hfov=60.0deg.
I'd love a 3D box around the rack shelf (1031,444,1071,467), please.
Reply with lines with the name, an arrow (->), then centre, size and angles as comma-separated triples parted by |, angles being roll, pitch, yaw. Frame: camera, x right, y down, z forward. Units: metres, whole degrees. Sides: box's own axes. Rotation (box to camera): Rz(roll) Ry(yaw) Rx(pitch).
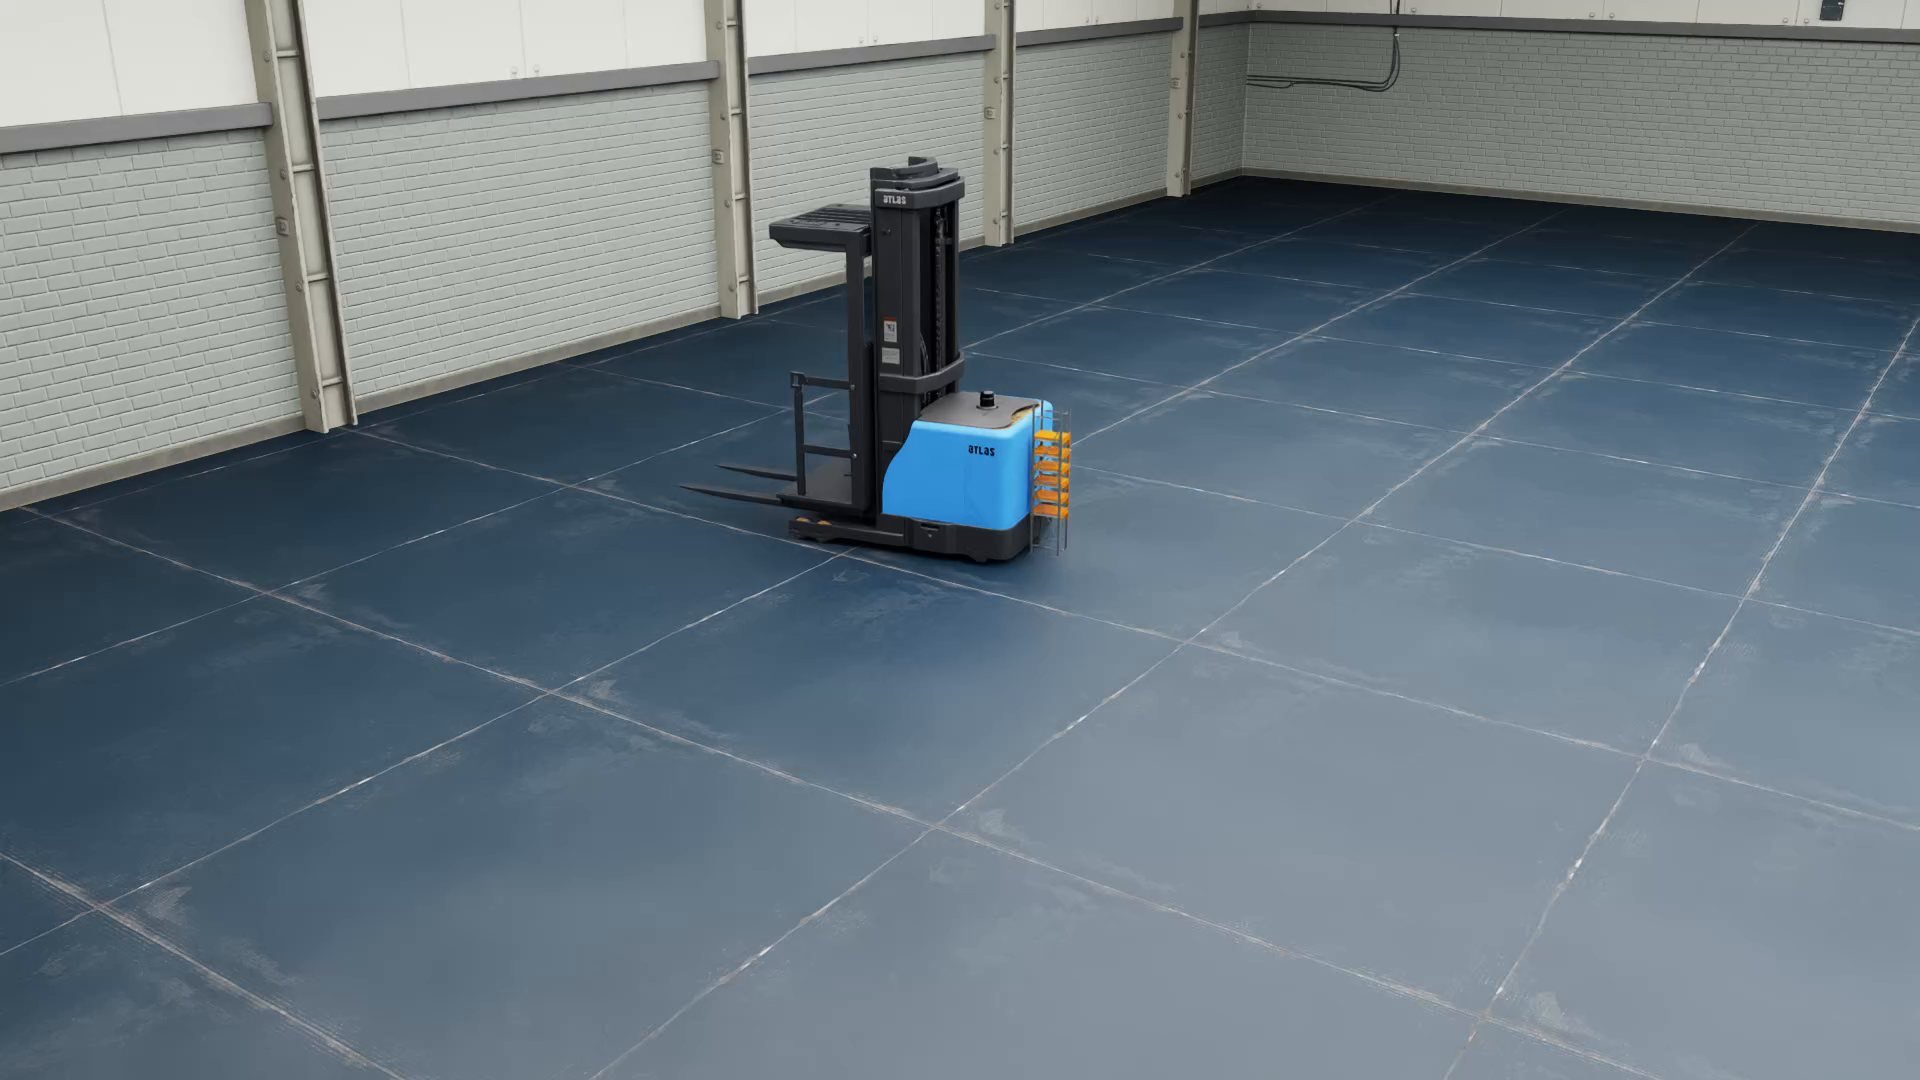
rack shelf -> 0.693, -0.647, 12.721 | 0.258, 0.103, 0.180 | 8, 22, 22

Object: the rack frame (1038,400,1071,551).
rack frame -> 0.729, -0.493, 12.868 | 0.240, 1.200, 0.006 | 8, 22, 22

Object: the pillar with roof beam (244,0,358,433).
pillar with roof beam -> -2.594, -4.497, 12.451 | 9.100, 9.000, 0.400 | 13, 24, 32

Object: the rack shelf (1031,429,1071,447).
rack shelf -> 0.694, -0.760, 12.679 | 0.258, 0.103, 0.180 | 8, 22, 22

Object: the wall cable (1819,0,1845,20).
wall cable -> 14.557, -10.828, 24.664 | 2.305, 6.003, 0.169 | 13, 24, 32

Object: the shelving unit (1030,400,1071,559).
shelving unit -> 0.693, -0.464, 12.789 | 0.258, 1.200, 0.189 | 8, 22, 22

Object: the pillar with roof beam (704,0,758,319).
pillar with roof beam -> 0.779, -6.219, 17.106 | 9.100, 9.000, 0.400 | 13, 24, 32

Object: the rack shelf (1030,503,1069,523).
rack shelf -> 0.693, -0.197, 12.887 | 0.258, 0.103, 0.180 | 8, 22, 22

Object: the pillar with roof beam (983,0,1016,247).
pillar with roof beam -> 4.152, -7.940, 21.760 | 9.100, 9.000, 0.400 | 13, 24, 32

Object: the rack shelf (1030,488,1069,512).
rack shelf -> 0.693, -0.310, 12.846 | 0.258, 0.103, 0.180 | 8, 22, 22

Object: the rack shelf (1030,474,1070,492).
rack shelf -> 0.693, -0.422, 12.804 | 0.258, 0.103, 0.180 | 8, 22, 22

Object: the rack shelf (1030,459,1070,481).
rack shelf -> 0.693, -0.535, 12.762 | 0.258, 0.103, 0.180 | 8, 22, 22

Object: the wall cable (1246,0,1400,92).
wall cable -> 6.714, -9.632, 30.810 | 3.097, 2.526, 0.112 | 13, 24, 32

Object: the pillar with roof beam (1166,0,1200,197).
pillar with roof beam -> 7.525, -9.662, 26.414 | 9.100, 9.000, 0.400 | 13, 24, 32

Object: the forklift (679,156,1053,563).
forklift -> -0.818, -1.517, 13.141 | 3.031, 2.935, 1.130 | 8, 22, 22

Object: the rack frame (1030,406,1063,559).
rack frame -> 0.657, -0.435, 12.710 | 0.240, 1.200, 0.006 | 8, 22, 22
